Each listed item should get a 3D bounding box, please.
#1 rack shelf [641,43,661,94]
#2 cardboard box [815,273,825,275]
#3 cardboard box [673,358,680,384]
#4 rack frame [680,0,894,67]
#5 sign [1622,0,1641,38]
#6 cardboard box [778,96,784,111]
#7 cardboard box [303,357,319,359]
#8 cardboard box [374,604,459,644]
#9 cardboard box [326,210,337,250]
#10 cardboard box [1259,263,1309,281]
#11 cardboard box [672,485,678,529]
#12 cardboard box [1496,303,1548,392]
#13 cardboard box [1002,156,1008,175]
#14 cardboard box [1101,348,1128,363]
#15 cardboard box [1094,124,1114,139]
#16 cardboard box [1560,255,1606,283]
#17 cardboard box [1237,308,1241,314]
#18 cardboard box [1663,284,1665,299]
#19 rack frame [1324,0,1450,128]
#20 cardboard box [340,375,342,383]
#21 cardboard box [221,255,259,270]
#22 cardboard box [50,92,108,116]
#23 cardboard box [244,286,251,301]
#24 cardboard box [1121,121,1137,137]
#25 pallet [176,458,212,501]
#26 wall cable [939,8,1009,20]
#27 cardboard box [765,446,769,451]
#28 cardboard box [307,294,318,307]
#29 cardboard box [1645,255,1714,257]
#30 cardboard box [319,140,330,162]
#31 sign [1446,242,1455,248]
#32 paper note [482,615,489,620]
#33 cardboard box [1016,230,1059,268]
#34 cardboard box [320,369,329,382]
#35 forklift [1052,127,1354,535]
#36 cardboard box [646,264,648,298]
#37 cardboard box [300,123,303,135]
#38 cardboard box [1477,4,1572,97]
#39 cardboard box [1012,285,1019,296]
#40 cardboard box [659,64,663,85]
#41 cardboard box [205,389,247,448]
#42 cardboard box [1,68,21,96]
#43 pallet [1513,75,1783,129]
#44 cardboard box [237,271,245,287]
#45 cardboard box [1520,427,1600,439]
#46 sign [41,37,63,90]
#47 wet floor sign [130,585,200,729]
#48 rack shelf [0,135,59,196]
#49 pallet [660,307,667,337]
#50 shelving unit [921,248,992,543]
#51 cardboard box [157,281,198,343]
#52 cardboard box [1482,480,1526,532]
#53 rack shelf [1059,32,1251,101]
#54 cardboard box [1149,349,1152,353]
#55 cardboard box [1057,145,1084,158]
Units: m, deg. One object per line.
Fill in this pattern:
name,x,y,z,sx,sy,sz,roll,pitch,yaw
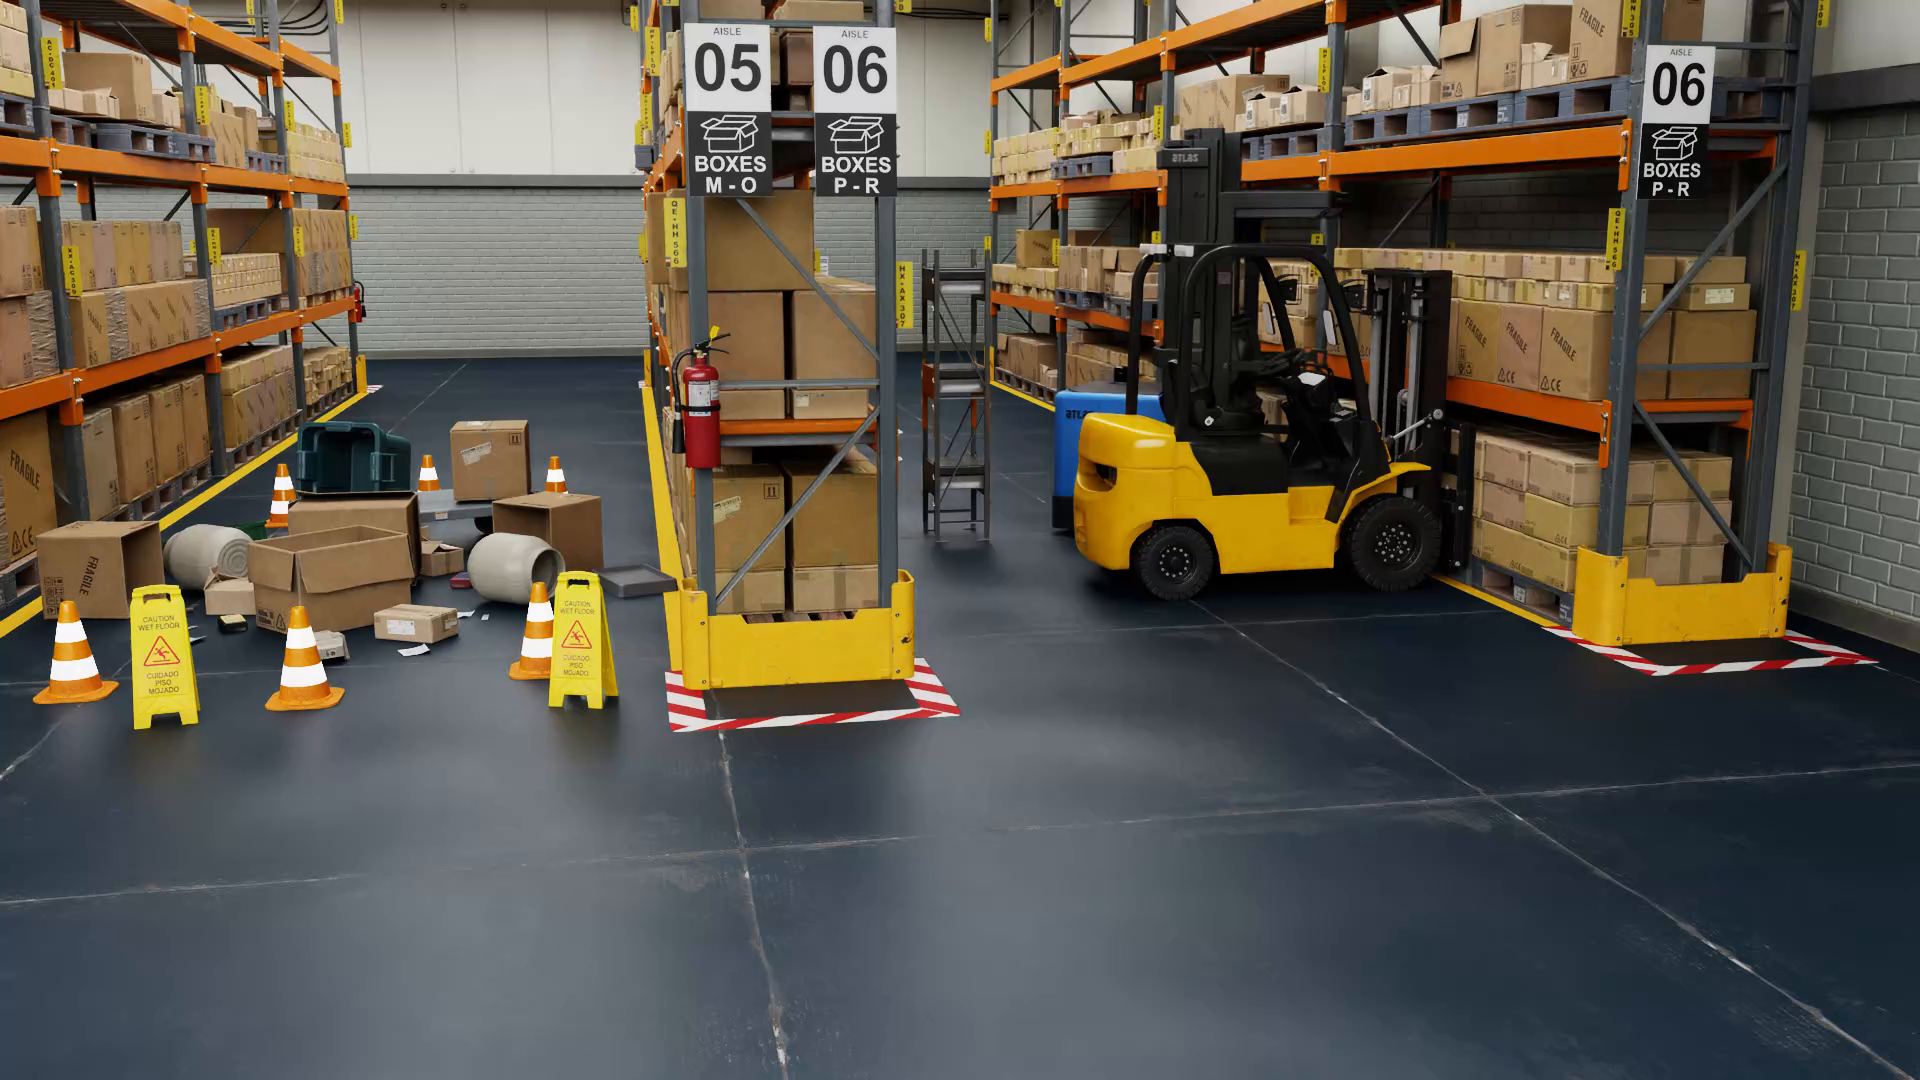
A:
rack shelf,-2.759,-4.996,17.369,1.077,0.370,4.000,-2,11,-11
cardboard box,-1.155,-1.527,11.131,0.500,0.500,0.500,-2,11,-9
cardboard box,-1.606,-1.070,10.468,0.380,0.149,0.250,-2,11,-11
rack frame,-0.815,-3.711,7.629,1.000,3.000,0.127,-2,11,-11
sign,3.519,-2.798,8.695,0.100,0.325,0.005,-2,11,-11
cardboard box,-0.790,-2.326,9.046,0.380,0.149,0.250,-2,11,-11
cardboard box,-8.118,-2.176,20.518,0.380,0.149,0.250,-3,11,-13
cardboard box,-3.051,0.469,9.332,0.380,0.149,0.250,4,11,18
cardboard box,-8.221,-3.924,21.052,0.500,0.500,0.500,-2,11,-8
cardboard box,2.757,-2.289,14.196,0.380,0.149,0.250,-2,11,-12
cardboard box,-1.743,-0.235,11.642,0.500,0.250,0.500,-3,11,-14
cardboard box,3.609,-1.171,10.058,0.500,0.500,0.500,-2,11,-9
cardboard box,0.879,-5.242,23.299,0.500,0.250,0.500,-2,11,-10
cardboard box,1.844,-2.131,19.196,0.380,0.149,0.250,-2,11,-9
cardboard box,1.705,-4.547,18.527,0.380,0.149,0.250,-2,11,-11
cardboard box,3.699,-1.561,9.580,0.380,0.149,0.250,-2,11,-11
cardboard box,2.643,-1.967,14.909,0.500,0.250,0.500,-2,11,-9
cardboard box,4.132,-1.428,9.674,0.380,0.149,0.250,-2,11,-11
rack frame,3.276,-4.626,12.435,1.000,3.000,0.127,-2,11,-11
cardboard box,-8.339,-2.122,21.824,0.380,0.149,0.250,-2,11,-11
cardboard box,-7.518,-2.885,17.290,0.380,0.149,0.250,-2,11,-13
cardboard box,-6.446,-3.171,12.095,0.380,0.149,0.250,-2,11,-11
cardboard box,-7.404,-2.496,16.837,0.380,0.149,0.250,-2,11,-13
cardboard box,1.940,-4.399,17.801,0.380,0.149,0.250,-2,11,-12
pallet,-7.127,-0.516,14.342,1.003,0.211,1.213,-2,11,-11
wall cable,1.100,-10.641,29.161,2.988,3.039,0.133,-2,11,-11
cardboard box,-1.013,-0.436,10.692,0.500,0.500,0.500,-2,11,-8
cardboard box,-7.977,-2.897,20.069,0.380,0.149,0.250,-2,11,-10
cardboard box,4.208,-1.580,9.676,0.380,0.149,0.250,-2,11,-9
cardboard box,-8.225,-4.883,20.869,0.500,0.250,0.500,-2,11,-10
sign,3.820,-2.164,13.015,0.100,0.325,0.005,-2,11,-11
paper note,-2.793,0.454,9.786,0.032,0.001,0.123,-2,11,-11
cardboard box,1.058,-3.953,22.541,0.500,0.500,0.500,-2,11,-10
cardboard box,-8.028,-2.033,20.560,0.380,0.149,0.250,-2,11,-11
forklift,2.252,-1.453,11.993,3.031,2.935,1.130,4,11,20
cardboard box,-3.908,-3.464,22.105,0.500,0.500,0.500,-2,11,-11
cardboard box,-8.004,-4.861,19.690,0.380,0.149,0.250,-2,11,-13
cardboard box,3.627,-2.987,10.189,0.700,0.500,0.500,-2,11,-11
cardboard box,0.938,-3.448,22.963,0.380,0.149,0.250,-2,11,-13
cardboard box,-1.851,-3.170,11.346,0.380,0.149,0.250,-2,11,-12
cardboard box,-7.094,-1.150,15.780,0.500,0.500,0.500,-3,11,-13
cardboard box,-5.995,-2.804,10.163,0.380,0.149,0.250,-2,11,-10
pallet,3.942,-2.506,9.556,1.003,0.211,1.213,-2,11,-11
cardboard box,-7.355,-2.594,16.556,0.380,0.149,0.250,-2,11,-12
cardboard box,3.958,-0.571,10.730,0.500,0.250,0.500,-2,11,-11
sign,-5.884,-3.086,10.772,0.100,0.325,0.005,-2,11,-11
wet floor sign,-3.703,0.524,7.717,0.267,0.644,0.232,-4,12,-21
rack shelf,-6.039,-2.053,8.860,1.077,0.370,4.000,-2,11,-11
pallet,-2.127,-2.010,15.250,1.213,0.211,1.003,-2,11,-11
shelving unit,-0.032,-1.062,12.160,0.431,2.100,0.503,-2,11,-11
cardboard box,-6.760,-1.918,13.982,0.500,0.500,0.500,-2,11,-11
cardboard box,3.565,-0.217,10.207,0.500,0.250,0.500,-2,11,-12
rack shelf,2.109,-5.177,18.321,1.077,0.370,4.000,-2,11,-11
cardboard box,2.387,-2.103,19.050,0.380,0.149,0.250,-3,11,-13
cardboard box,1.388,-4.683,20.035,0.380,0.149,0.250,-2,11,-10
